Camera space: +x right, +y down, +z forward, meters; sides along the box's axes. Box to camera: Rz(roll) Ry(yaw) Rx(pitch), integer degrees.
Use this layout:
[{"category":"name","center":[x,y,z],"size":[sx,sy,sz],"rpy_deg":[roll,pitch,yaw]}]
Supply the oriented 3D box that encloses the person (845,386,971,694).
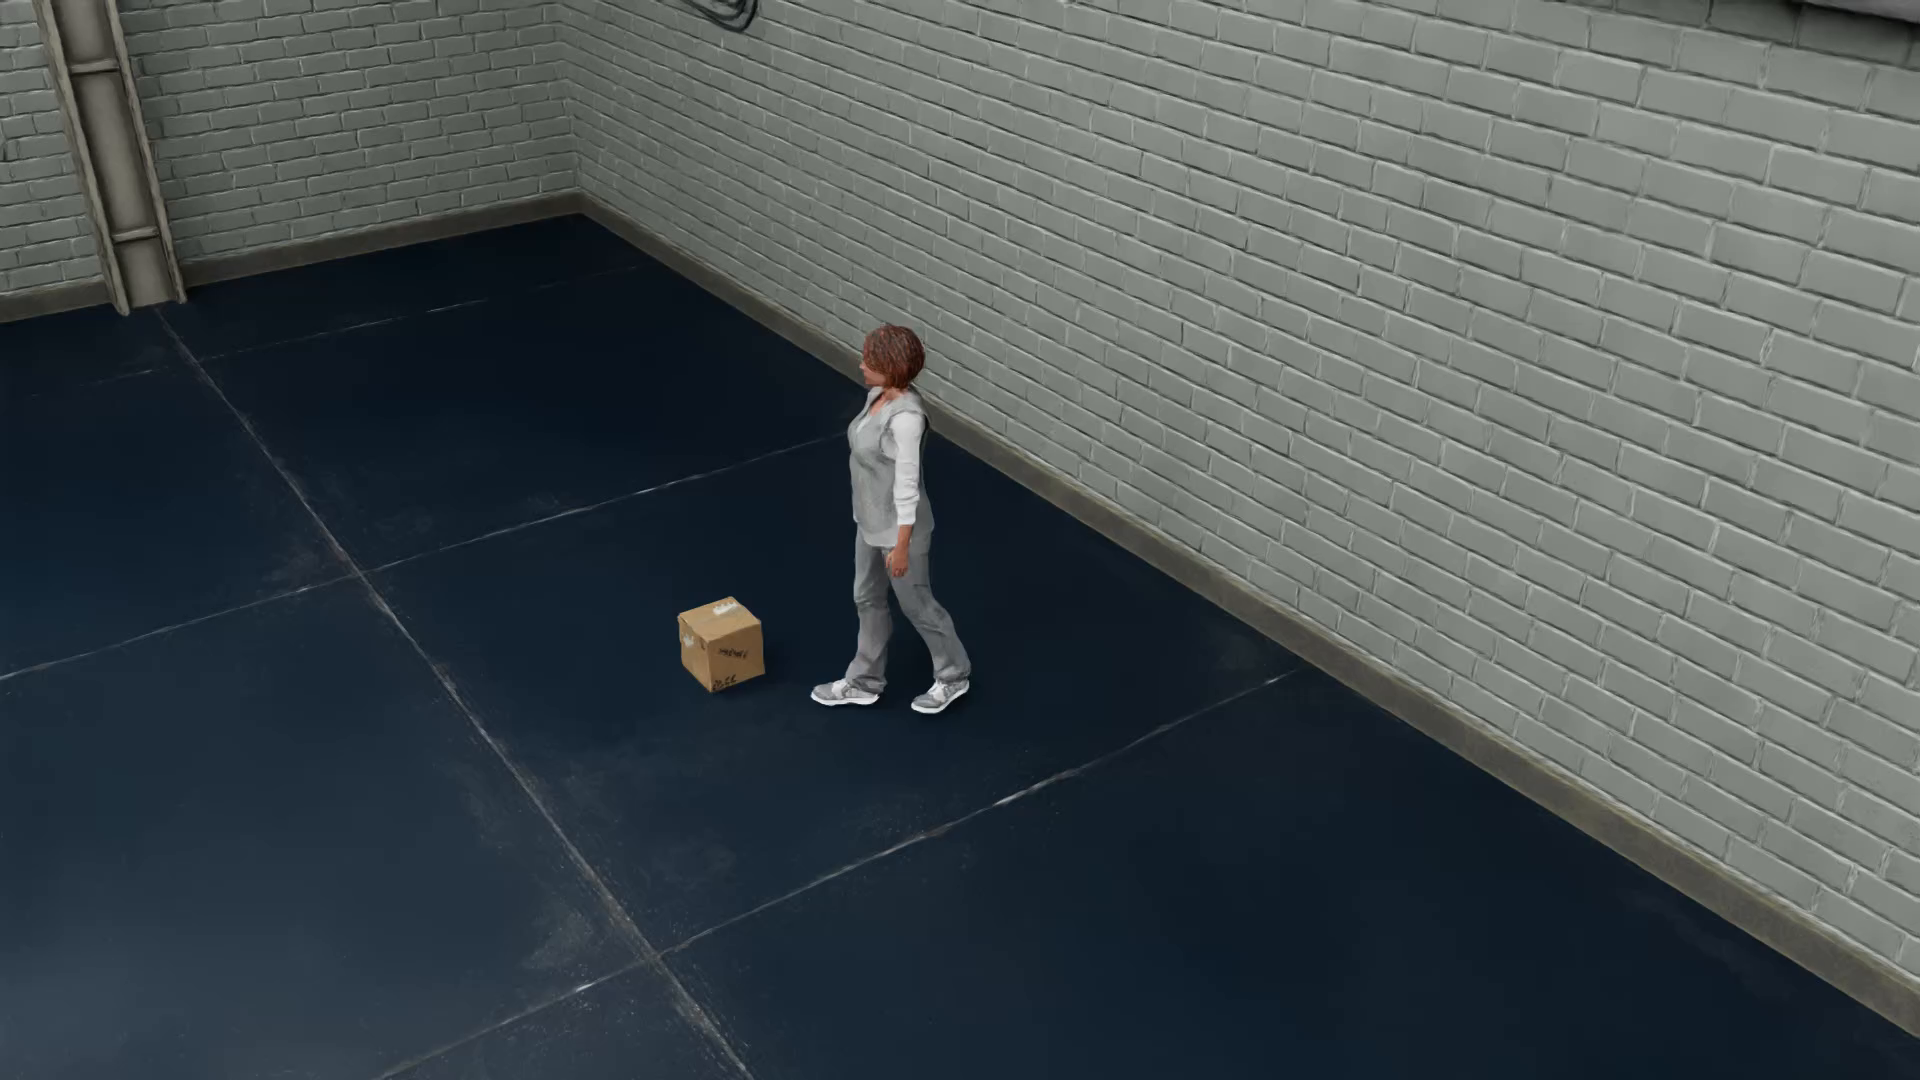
[{"category":"person","center":[-0.196,0.028,6.261],"size":[0.491,1.278,0.404],"rpy_deg":[-9,30,-15]}]
